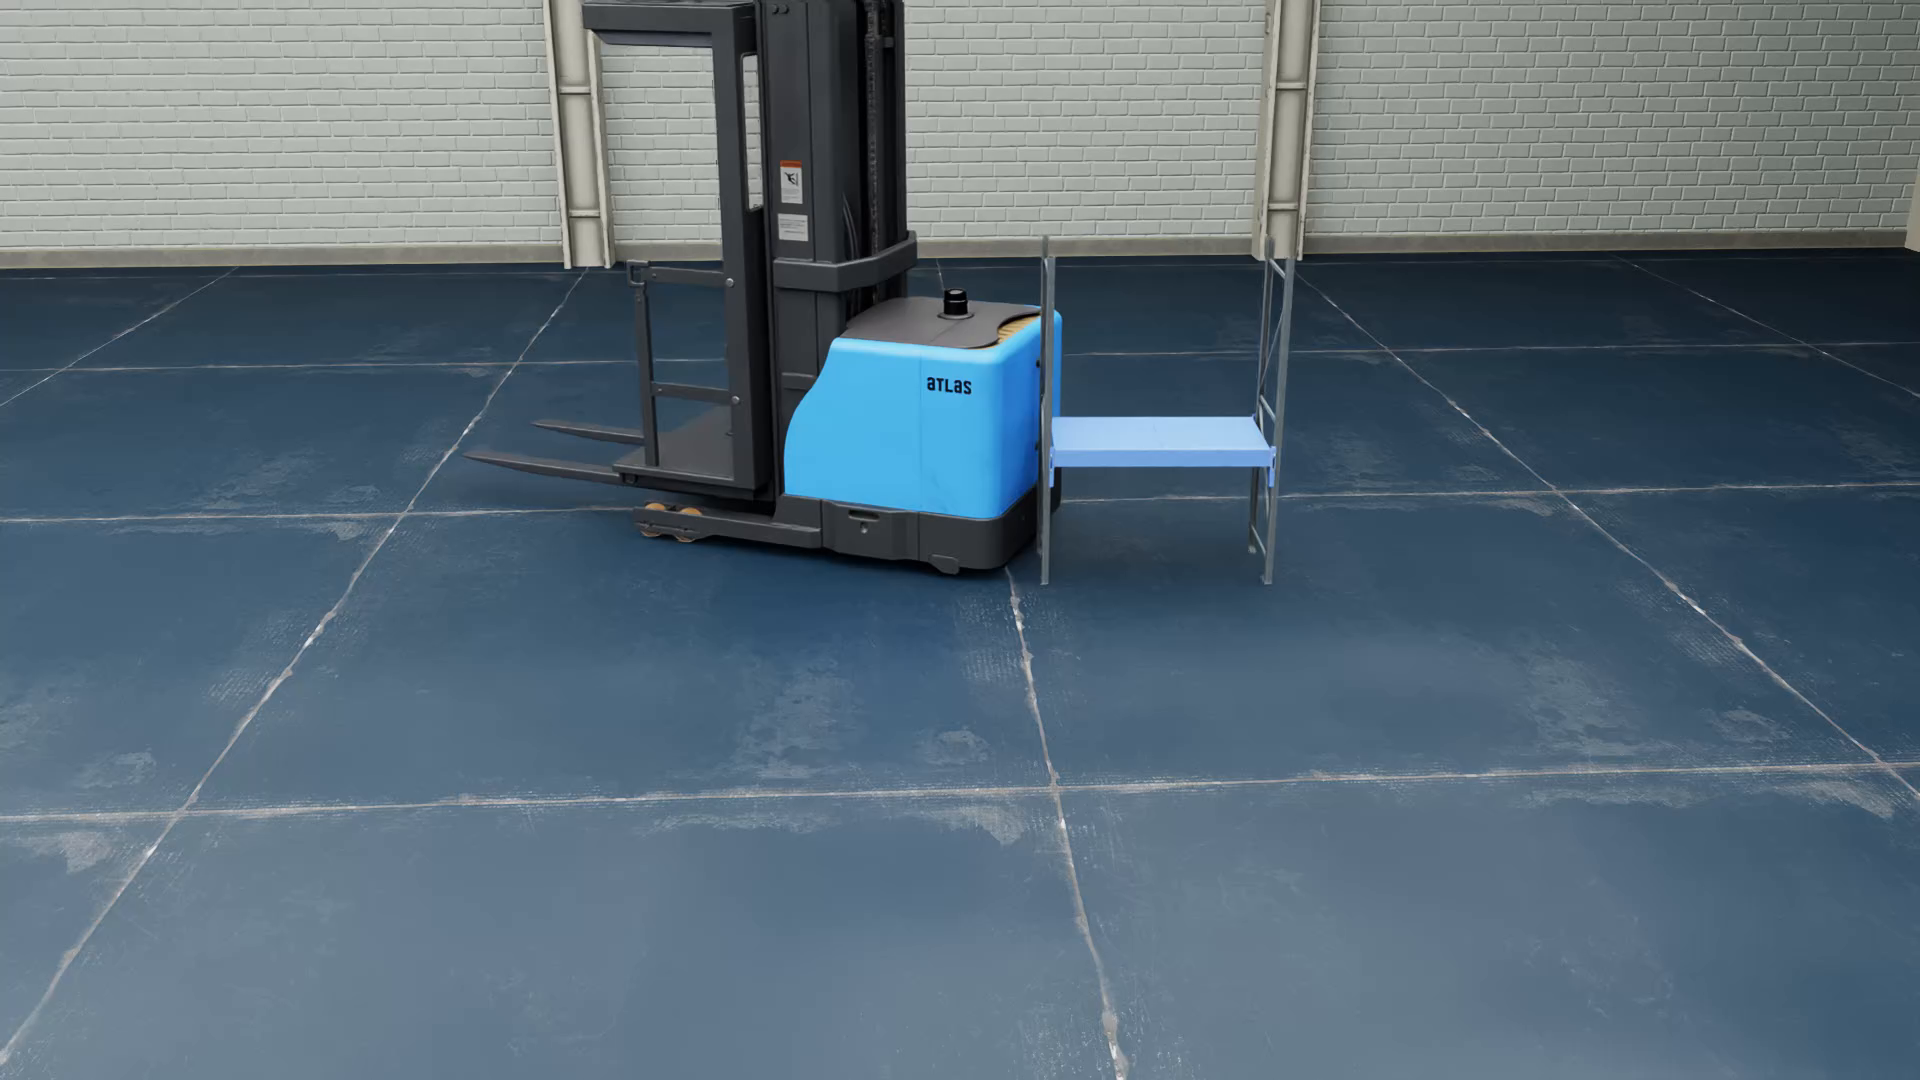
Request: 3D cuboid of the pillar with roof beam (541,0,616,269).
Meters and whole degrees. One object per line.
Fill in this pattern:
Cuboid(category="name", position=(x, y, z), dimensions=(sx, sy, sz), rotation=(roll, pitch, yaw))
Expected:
Cuboid(category="pillar with roof beam", position=(-2.949, -5.055, 8.752), dimensions=(0.400, 9.000, 9.100), rotation=(-1, 21, -3))

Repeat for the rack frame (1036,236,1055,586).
Cuboid(category="rack frame", position=(0.386, -0.580, 7.537), dimensions=(0.032, 1.500, 0.500), rotation=(0, 21, 0))

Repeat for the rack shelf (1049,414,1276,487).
Cuboid(category="rack shelf", position=(0.895, -0.413, 7.604), dimensions=(1.000, 0.185, 0.538), rotation=(0, 21, 0))

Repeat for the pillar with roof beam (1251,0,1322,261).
Cuboid(category="pillar with roof beam", position=(3.042, -5.177, 9.072), dimensions=(0.400, 9.000, 9.100), rotation=(-1, 21, -3))

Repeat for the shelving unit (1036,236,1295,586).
Cuboid(category="shelving unit", position=(0.895, -0.581, 7.540), dimensions=(1.048, 1.500, 0.538), rotation=(0, 21, 0))

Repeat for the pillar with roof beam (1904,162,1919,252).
Cuboid(category="pillar with roof beam", position=(9.032, -5.299, 9.393), dimensions=(0.400, 9.000, 9.100), rotation=(-1, 21, -3))

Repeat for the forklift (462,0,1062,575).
Cuboid(category="forklift", position=(-1.064, -1.523, 8.001), dimensions=(3.031, 2.935, 1.130), rotation=(8, 22, 19))

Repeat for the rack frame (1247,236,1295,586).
Cuboid(category="rack frame", position=(1.403, -0.582, 7.542), dimensions=(0.032, 1.500, 0.500), rotation=(0, 21, 0))
